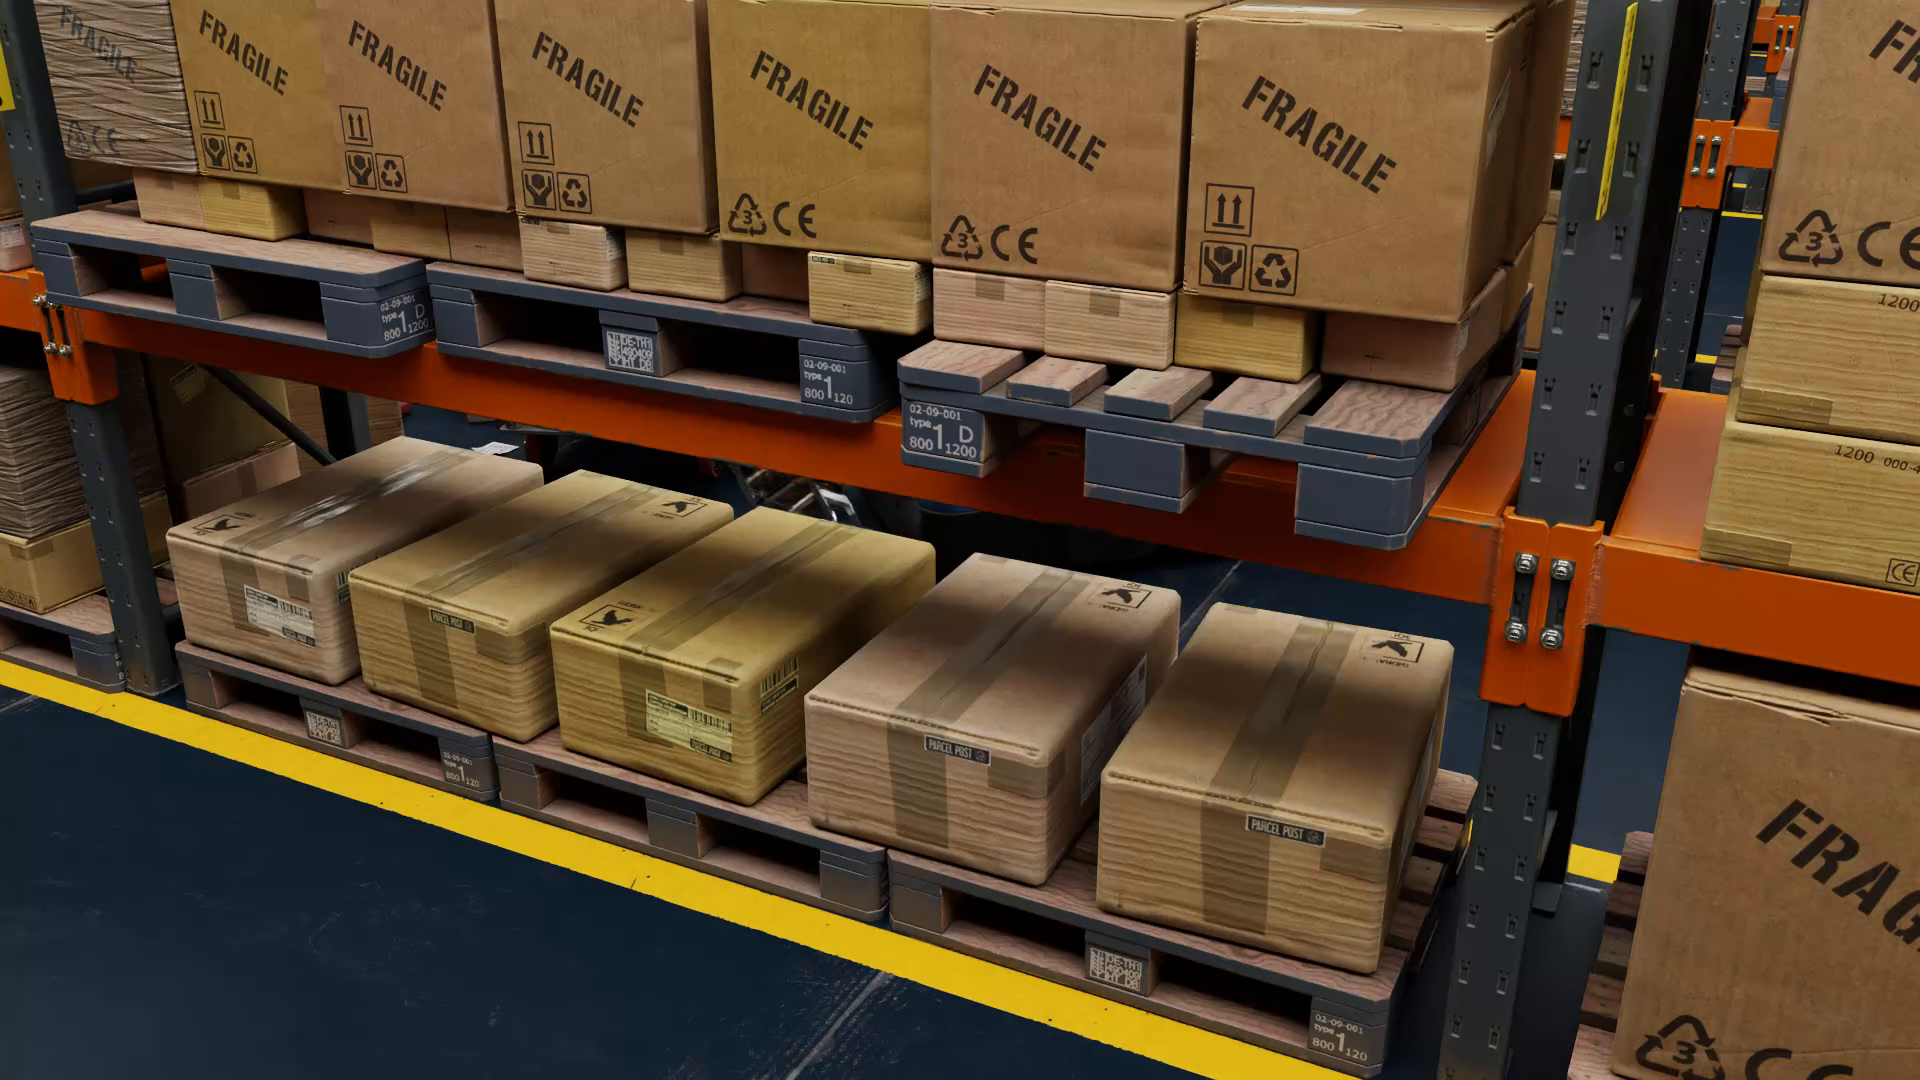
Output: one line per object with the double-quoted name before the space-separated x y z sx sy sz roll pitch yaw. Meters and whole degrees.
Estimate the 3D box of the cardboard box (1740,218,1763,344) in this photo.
"cardboard box" 1.820 -0.533 3.223 0.500 0.250 0.500 11 25 24

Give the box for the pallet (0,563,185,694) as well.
"pallet" -2.912 0.102 5.740 1.213 0.211 1.003 11 25 25

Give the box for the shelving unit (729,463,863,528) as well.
"shelving unit" -0.615 -0.245 5.733 0.258 0.900 0.210 -35 -19 16

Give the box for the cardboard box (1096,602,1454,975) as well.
"cardboard box" 0.773 0.544 3.959 0.625 0.372 0.950 9 25 21

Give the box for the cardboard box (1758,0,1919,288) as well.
"cardboard box" 1.603 -0.702 2.663 0.500 0.500 0.500 10 25 23

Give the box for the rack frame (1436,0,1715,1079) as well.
"rack frame" 1.273 -0.369 3.284 0.127 3.000 1.000 11 25 25

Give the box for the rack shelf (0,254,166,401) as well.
"rack shelf" -4.082 -1.097 5.916 4.000 0.370 1.077 11 25 25

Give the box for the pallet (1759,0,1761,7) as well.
"pallet" 5.060 -3.830 11.668 1.003 0.211 1.213 11 25 25

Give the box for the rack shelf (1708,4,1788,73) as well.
"rack shelf" 3.959 -3.852 12.393 4.000 0.370 1.077 11 25 25

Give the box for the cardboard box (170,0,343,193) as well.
"cardboard box" -1.561 -1.180 4.147 0.500 0.500 0.500 11 26 25

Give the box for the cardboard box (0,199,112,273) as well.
"cardboard box" -2.721 -0.910 4.877 0.250 0.149 0.380 11 25 24

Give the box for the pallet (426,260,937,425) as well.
"pallet" -0.512 -0.616 4.110 1.213 0.211 1.003 11 25 25

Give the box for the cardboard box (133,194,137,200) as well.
"cardboard box" -2.433 -1.127 5.388 0.250 0.149 0.380 11 25 24

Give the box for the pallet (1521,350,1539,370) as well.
"pallet" 2.746 -0.997 8.326 1.213 0.211 1.003 11 25 25

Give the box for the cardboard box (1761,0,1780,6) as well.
"cardboard box" 9.639 -6.481 19.918 0.500 0.311 0.500 12 26 26

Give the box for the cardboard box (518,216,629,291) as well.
"cardboard box" -0.796 -0.705 3.859 0.250 0.149 0.380 12 26 27

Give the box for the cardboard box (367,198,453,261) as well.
"cardboard box" -1.229 -0.814 4.116 0.250 0.149 0.380 12 26 25

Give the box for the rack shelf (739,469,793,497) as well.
"rack shelf" -0.599 -0.218 5.723 0.258 0.077 0.200 -35 -19 16

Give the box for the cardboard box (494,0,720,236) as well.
"cardboard box" -0.662 -1.001 3.726 0.500 0.500 0.500 10 25 22

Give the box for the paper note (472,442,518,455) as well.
"paper note" -2.000 -0.398 7.147 0.142 0.019 0.148 11 25 25

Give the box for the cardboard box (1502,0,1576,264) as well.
"cardboard box" 0.976 -0.905 3.501 0.500 0.500 0.500 10 25 23

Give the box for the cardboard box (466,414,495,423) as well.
"cardboard box" -2.056 -0.710 7.581 0.396 0.266 0.258 -5 24 -12

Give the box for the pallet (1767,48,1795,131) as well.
"pallet" 4.100 -1.938 7.220 1.003 0.211 1.213 11 25 25

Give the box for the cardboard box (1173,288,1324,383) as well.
"cardboard box" 0.602 -0.444 3.245 0.250 0.149 0.380 12 26 25

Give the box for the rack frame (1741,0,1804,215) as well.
"rack frame" 5.744 -3.830 11.422 0.127 3.000 1.000 11 25 25

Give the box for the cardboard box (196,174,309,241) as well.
"cardboard box" -1.727 -0.897 4.312 0.250 0.149 0.380 12 26 26

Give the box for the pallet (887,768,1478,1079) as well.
"pallet" 0.576 0.776 4.155 1.213 0.211 1.003 11 25 25

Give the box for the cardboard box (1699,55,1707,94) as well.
"cardboard box" 5.133 -3.335 11.932 0.500 0.250 0.500 12 26 27

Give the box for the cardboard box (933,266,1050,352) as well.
"cardboard box" 0.136 -0.520 3.424 0.250 0.149 0.380 10 25 22

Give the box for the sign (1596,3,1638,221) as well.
"sign" 1.036 -0.674 2.623 0.005 0.325 0.100 11 25 25

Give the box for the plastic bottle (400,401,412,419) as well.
"plastic bottle" -2.602 -0.605 7.596 0.283 0.061 0.133 16 28 33

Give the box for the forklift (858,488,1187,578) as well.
"forklift" 1.167 -1.518 6.073 3.031 2.935 1.130 -7 24 -17

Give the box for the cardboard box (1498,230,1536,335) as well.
"cardboard box" 1.067 -0.568 3.538 0.250 0.149 0.380 10 25 22

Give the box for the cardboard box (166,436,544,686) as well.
"cardboard box" -1.828 0.033 5.161 0.625 0.372 0.950 12 26 25

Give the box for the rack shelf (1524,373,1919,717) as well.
"rack shelf" 3.058 0.316 2.594 4.000 0.370 1.077 11 25 25

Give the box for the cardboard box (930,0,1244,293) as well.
"cardboard box" 0.275 -0.815 3.290 0.500 0.500 0.500 11 25 24

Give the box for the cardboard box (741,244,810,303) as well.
"cardboard box" -0.283 -0.652 3.735 0.250 0.149 0.380 11 26 25

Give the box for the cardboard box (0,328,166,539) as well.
"cardboard box" -2.946 -0.359 5.279 0.500 0.500 0.500 11 25 24

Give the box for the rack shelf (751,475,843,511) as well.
"rack shelf" -0.557 -0.144 5.694 0.258 0.077 0.200 -35 -19 16

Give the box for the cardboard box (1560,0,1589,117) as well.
"cardboard box" 2.893 -2.147 7.338 0.500 0.500 0.500 11 25 25

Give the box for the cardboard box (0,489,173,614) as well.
"cardboard box" -2.946 -0.013 5.425 0.500 0.250 0.500 12 26 27

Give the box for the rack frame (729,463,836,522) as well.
"rack frame" -0.656 -0.257 5.641 0.240 0.900 0.006 -35 -19 16

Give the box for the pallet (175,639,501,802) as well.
"pallet" -1.602 0.345 5.168 1.213 0.211 1.003 11 25 25

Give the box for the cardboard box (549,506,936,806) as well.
"cardboard box" -0.563 0.281 4.578 0.625 0.372 0.950 12 26 26

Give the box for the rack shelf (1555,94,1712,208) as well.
"rack shelf" 1.631 -2.137 8.362 4.000 0.370 1.077 11 25 25
